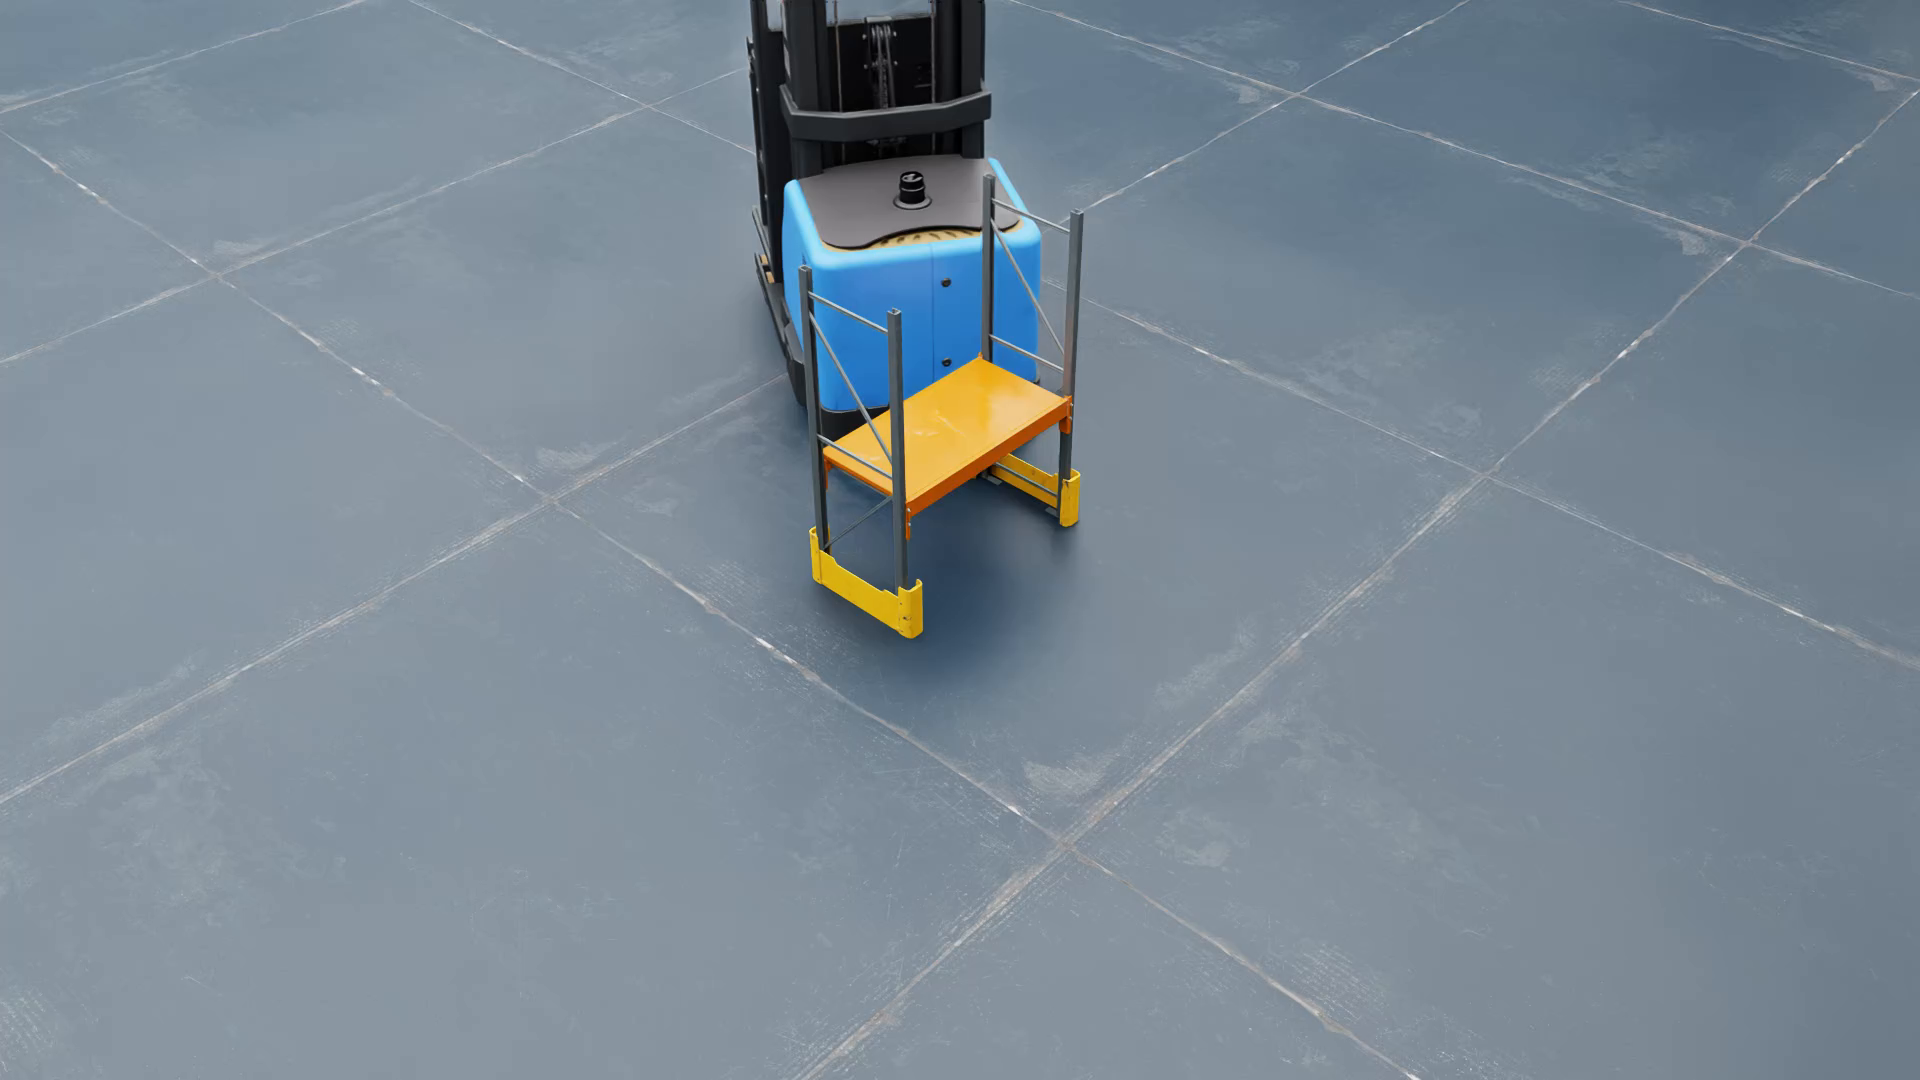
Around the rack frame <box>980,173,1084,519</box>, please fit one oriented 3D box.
[{"bbox_3d":[0.285,-0.781,7.028,0.500,1.500,0.032,30,47,32],"label":"rack frame"}]

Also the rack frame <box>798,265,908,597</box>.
[{"bbox_3d":[-0.401,-0.314,6.440,0.500,1.500,0.032,30,47,32],"label":"rack frame"}]

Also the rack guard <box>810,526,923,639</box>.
[{"bbox_3d":[-0.387,0.166,6.840,0.587,0.250,0.087,30,47,32],"label":"rack guard"}]

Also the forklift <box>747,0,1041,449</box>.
[{"bbox_3d":[-0.481,-2.455,7.983,1.130,2.935,3.031,-9,39,-11],"label":"forklift"}]

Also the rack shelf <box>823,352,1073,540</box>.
[{"bbox_3d":[-0.058,-0.407,6.846,0.538,0.185,1.000,30,47,32],"label":"rack shelf"}]

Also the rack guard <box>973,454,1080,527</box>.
[{"bbox_3d":[0.285,-0.292,7.416,0.587,0.250,0.087,30,47,32],"label":"rack guard"}]

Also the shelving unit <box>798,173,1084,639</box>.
[{"bbox_3d":[-0.051,-0.552,6.739,0.587,1.500,1.083,30,47,32],"label":"shelving unit"}]
